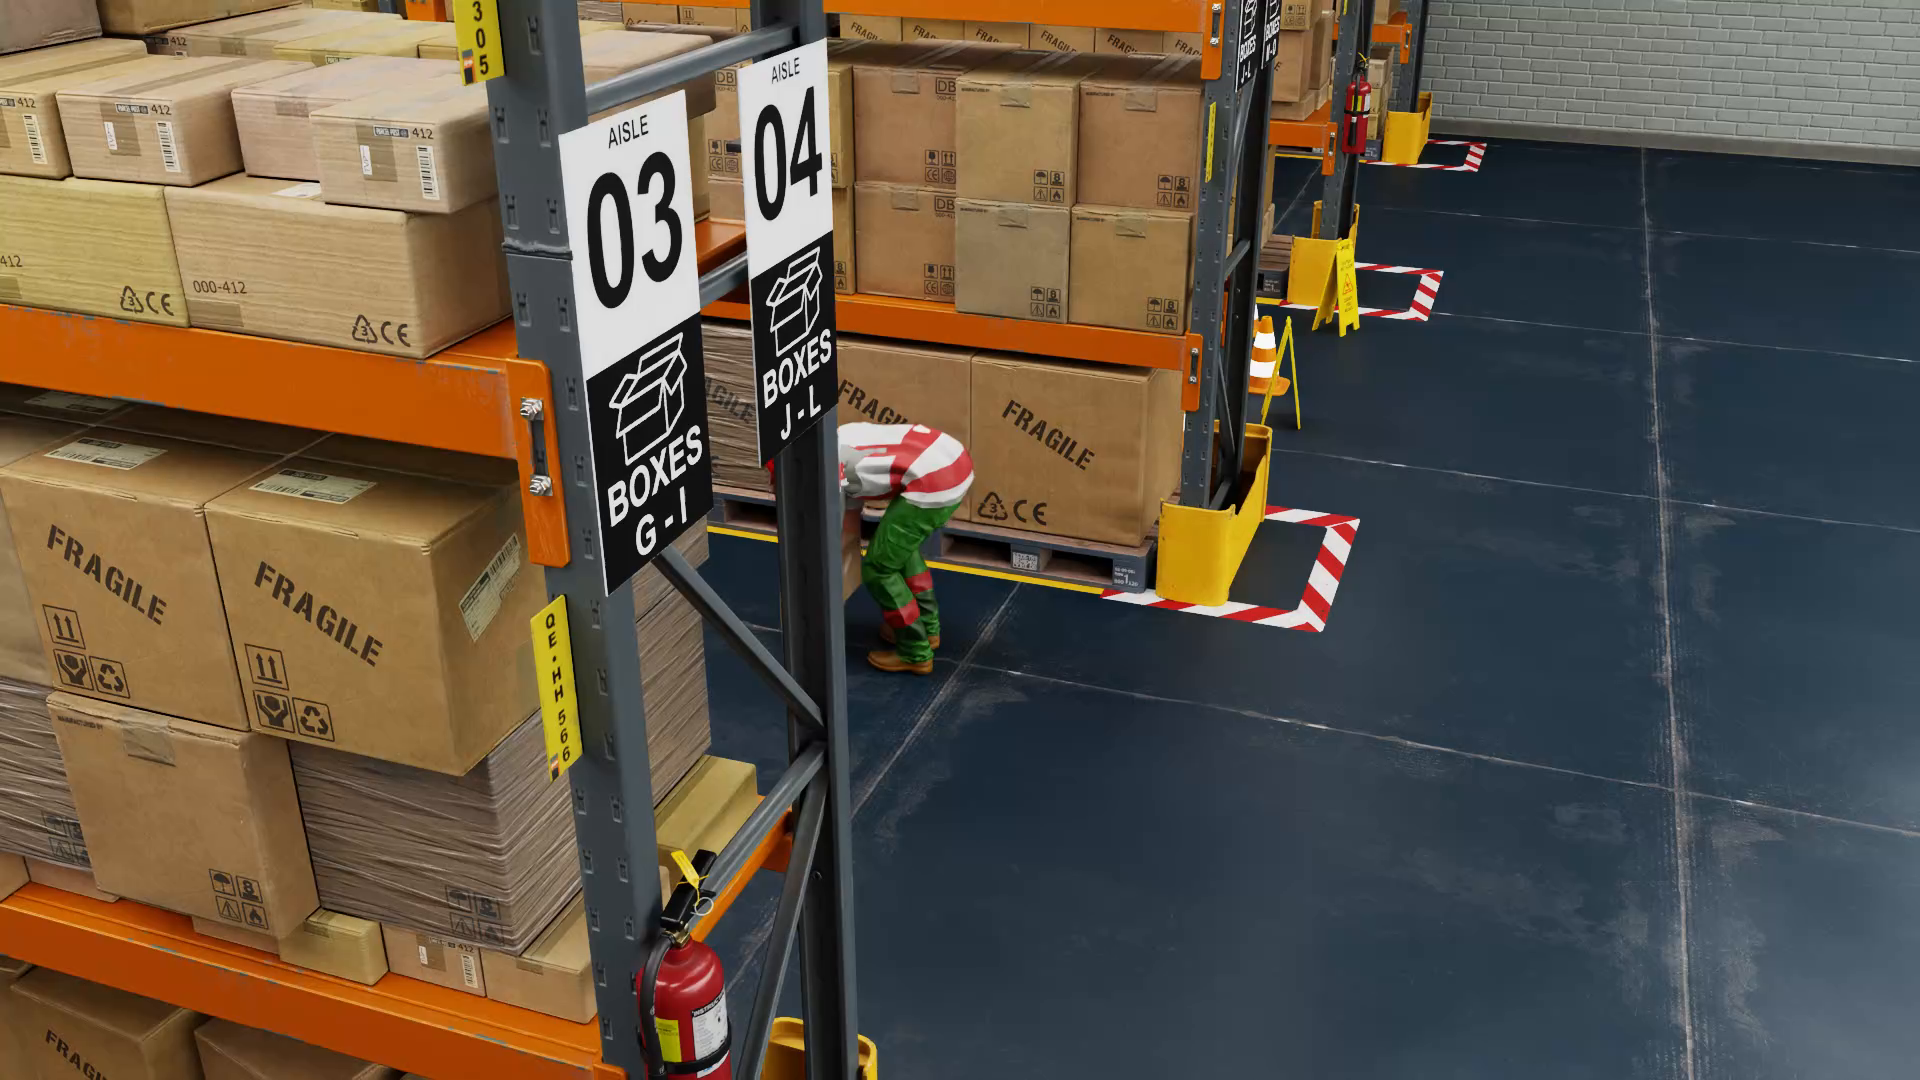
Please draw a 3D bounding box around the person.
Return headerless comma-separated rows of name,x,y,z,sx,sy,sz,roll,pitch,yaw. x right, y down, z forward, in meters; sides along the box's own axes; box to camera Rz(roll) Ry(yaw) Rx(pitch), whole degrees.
person,-0.202,-0.271,7.160,0.446,1.779,0.589,8,27,16
